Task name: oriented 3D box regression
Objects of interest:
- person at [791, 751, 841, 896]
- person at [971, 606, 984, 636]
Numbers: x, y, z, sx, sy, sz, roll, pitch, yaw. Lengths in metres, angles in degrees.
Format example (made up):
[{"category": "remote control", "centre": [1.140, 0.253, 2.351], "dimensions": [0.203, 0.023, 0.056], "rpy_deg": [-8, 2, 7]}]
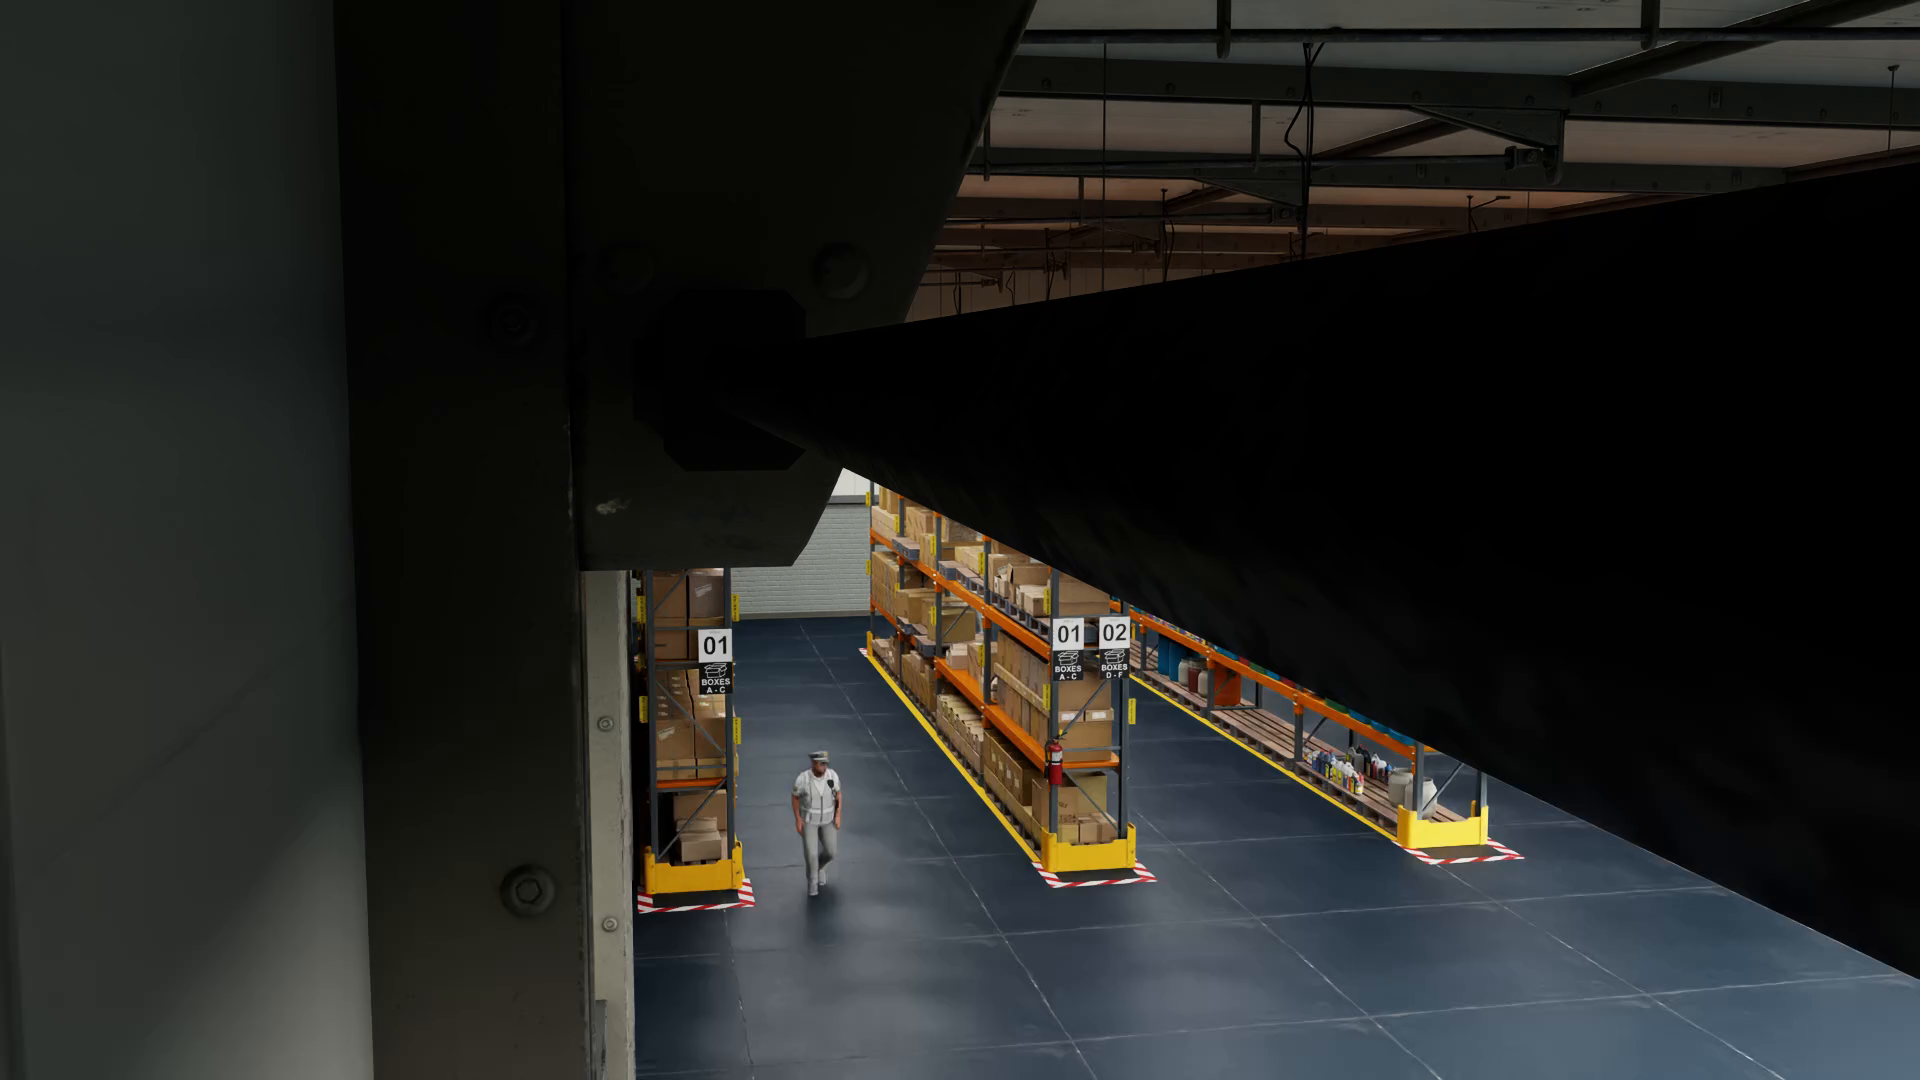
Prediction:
[{"category": "person", "centre": [-1.752, 3.371, 20.125], "dimensions": [0.596, 1.755, 0.587], "rpy_deg": [-2, 6, -21]}, {"category": "person", "centre": [0.567, 1.465, 38.589], "dimensions": [0.504, 1.613, 1.038], "rpy_deg": [-2, 6, -16]}]
